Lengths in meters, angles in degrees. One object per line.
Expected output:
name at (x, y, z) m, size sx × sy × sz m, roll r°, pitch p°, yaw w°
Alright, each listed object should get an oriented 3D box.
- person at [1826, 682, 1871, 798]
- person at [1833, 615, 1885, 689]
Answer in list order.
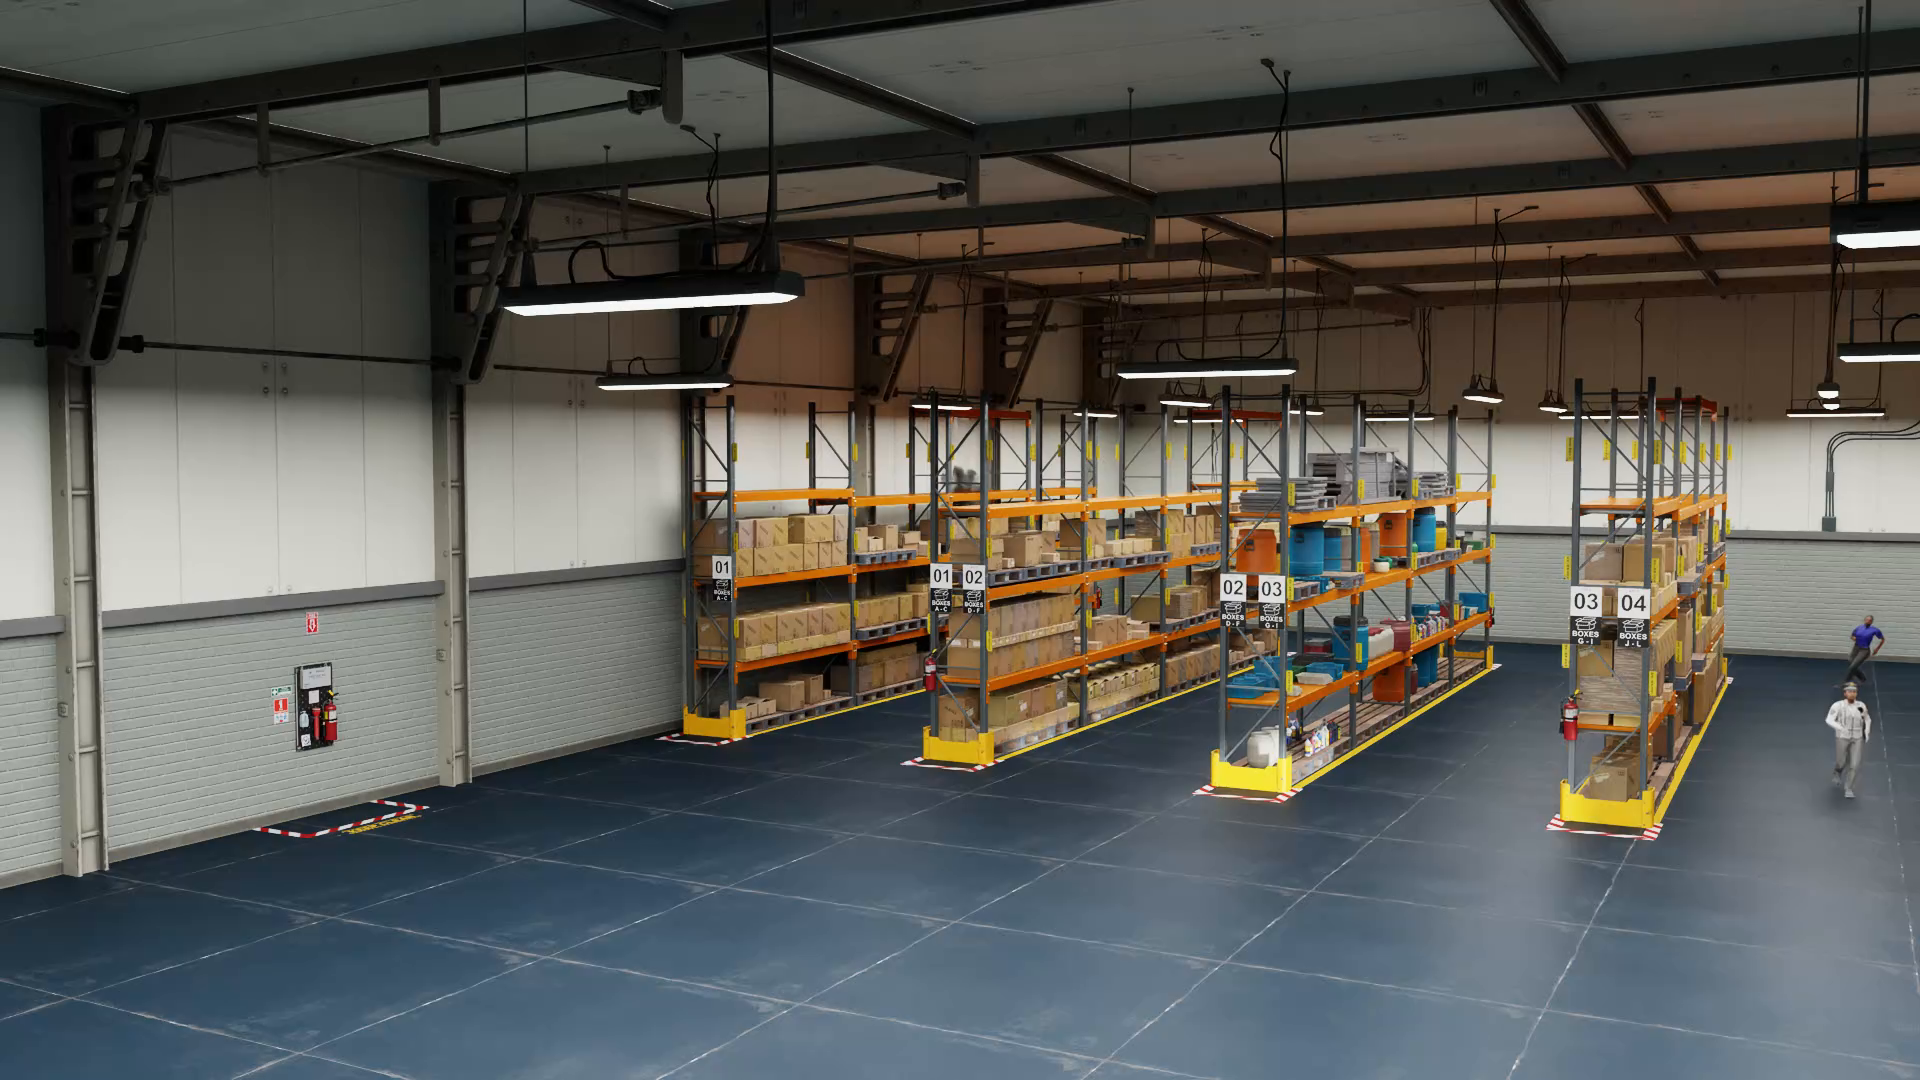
person at (12.980, 2.890, 24.284) m, size 0.619 × 1.663 × 0.684 m, roll 1°, pitch 3°, yaw 15°
person at (18.969, 2.362, 35.024) m, size 0.831 × 1.598 × 0.638 m, roll -1°, pitch 3°, yaw -22°
